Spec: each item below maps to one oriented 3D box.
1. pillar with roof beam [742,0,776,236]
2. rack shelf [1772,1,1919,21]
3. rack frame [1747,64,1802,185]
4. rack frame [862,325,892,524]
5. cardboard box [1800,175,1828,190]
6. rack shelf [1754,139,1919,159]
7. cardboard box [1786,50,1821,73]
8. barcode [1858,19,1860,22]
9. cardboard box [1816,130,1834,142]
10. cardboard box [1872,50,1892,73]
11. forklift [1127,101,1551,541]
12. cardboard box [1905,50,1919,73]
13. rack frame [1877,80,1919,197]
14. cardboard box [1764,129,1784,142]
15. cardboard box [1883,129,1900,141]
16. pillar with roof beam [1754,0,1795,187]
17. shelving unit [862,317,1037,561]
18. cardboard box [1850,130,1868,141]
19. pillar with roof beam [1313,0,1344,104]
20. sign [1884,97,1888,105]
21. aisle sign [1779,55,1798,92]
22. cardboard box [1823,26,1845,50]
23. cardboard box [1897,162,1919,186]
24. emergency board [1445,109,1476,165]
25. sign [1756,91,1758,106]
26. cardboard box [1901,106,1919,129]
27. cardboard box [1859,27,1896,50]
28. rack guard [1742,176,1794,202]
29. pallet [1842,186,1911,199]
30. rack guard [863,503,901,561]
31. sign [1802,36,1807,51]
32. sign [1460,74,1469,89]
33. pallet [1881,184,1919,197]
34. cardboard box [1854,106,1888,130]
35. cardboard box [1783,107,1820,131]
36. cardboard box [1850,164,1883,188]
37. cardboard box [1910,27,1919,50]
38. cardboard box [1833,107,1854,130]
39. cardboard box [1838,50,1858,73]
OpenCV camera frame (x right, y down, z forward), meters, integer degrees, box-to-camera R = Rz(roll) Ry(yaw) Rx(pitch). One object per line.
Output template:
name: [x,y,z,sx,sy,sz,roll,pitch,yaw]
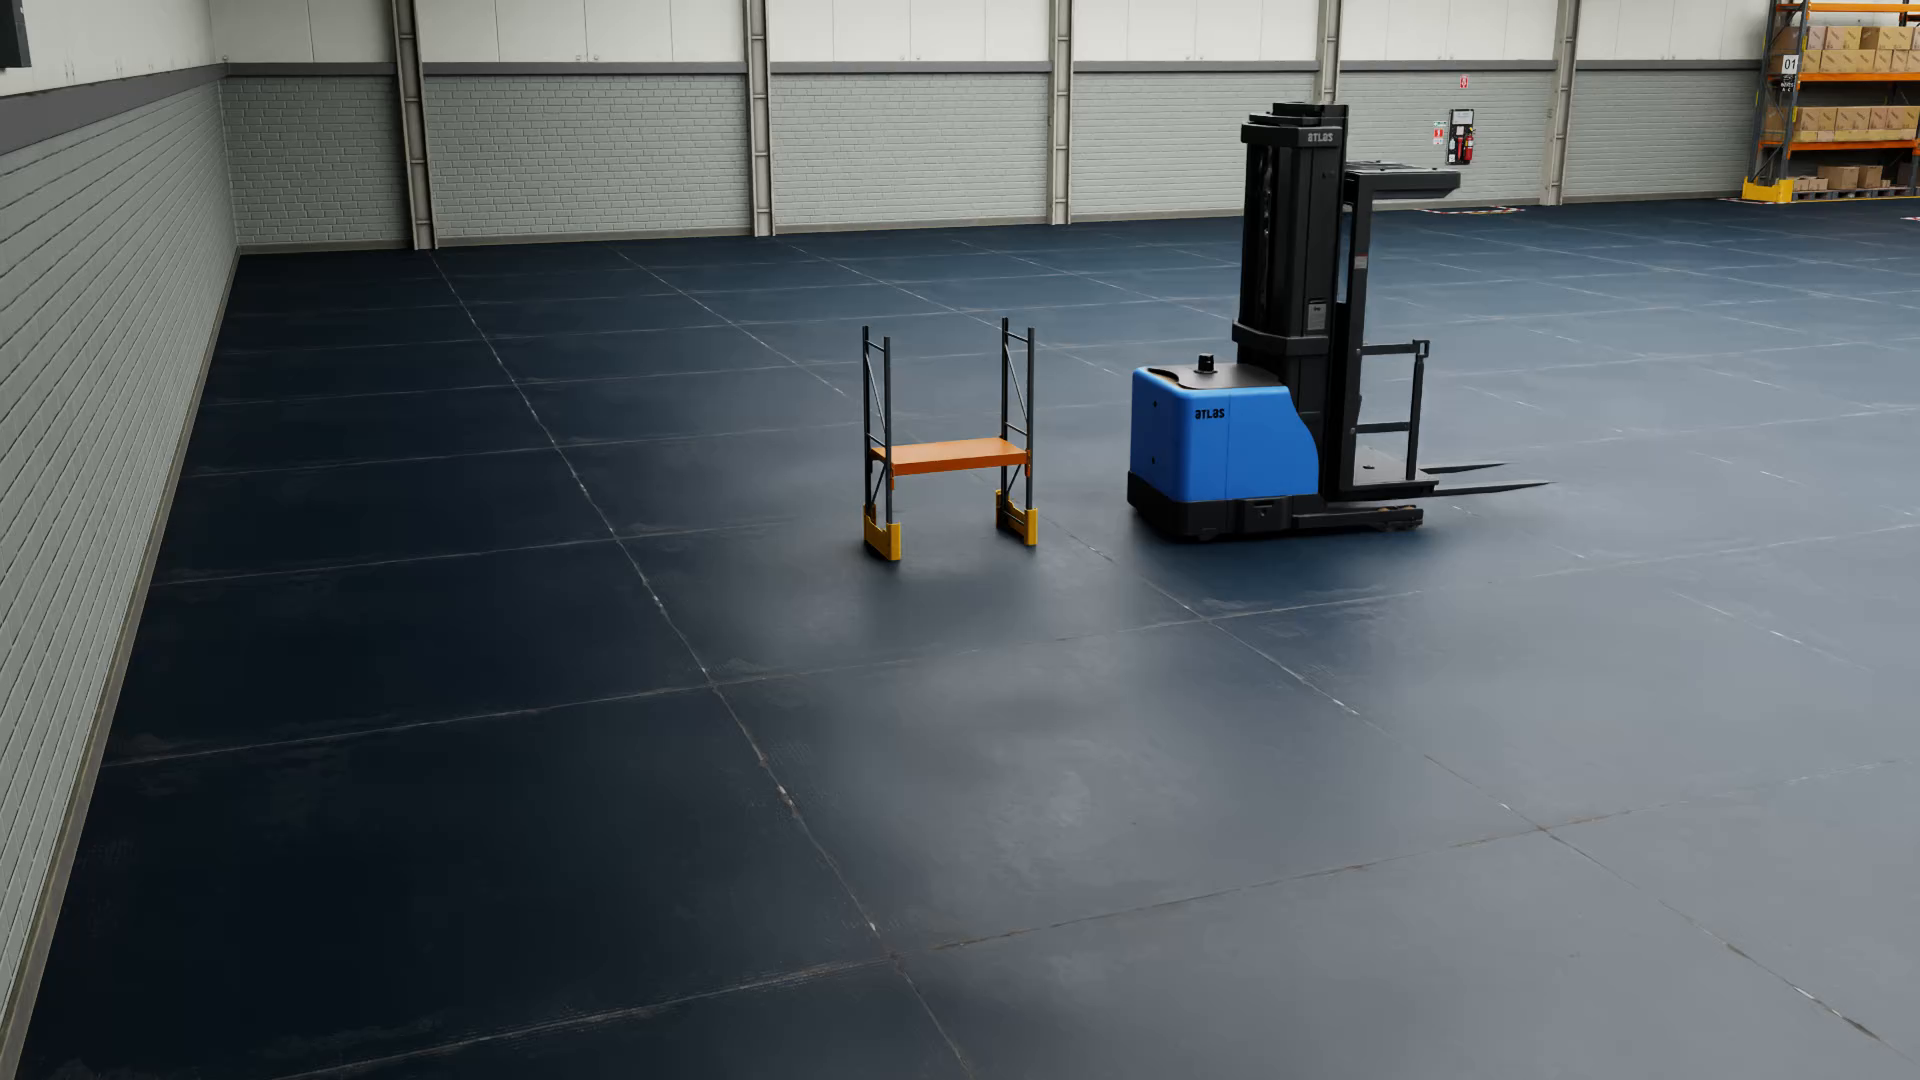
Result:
pillar with roof beam: [-2.117,-8.846,25.750,0.400,9.000,9.100,-6,17,-20]
rack shelf: [20.277,-11.955,37.620,4.000,0.370,1.077,-6,17,-20]
rack frame: [18.409,-9.222,37.677,0.127,3.000,1.000,-6,17,-20]
rack frame: [-0.554,-0.660,11.183,0.032,1.500,0.500,-6,17,-20]
cardboard box: [19.620,-8.246,38.347,0.500,0.311,0.500,-5,17,-15]
rack shelf: [20.277,-9.078,38.465,4.000,0.370,1.077,-6,17,-20]
cardboard box: [18.811,-10.686,37.128,0.500,0.500,0.500,-6,17,-19]
barcode: [20.693,-11.949,38.268,0.075,0.075,0.001,-6,17,-20]
cardboard box: [19.458,-9.181,37.770,0.500,0.250,0.500,-7,18,-22]
cardboard box: [20.781,-10.892,37.830,0.500,0.500,0.500,-7,18,-22]
forklift: [2.810,-1.604,11.860,3.031,2.935,1.130,-4,17,-13]
cardboard box: [21.759,-11.006,38.215,0.500,0.500,0.500,-6,17,-19]
rack frame: [22.144,-9.625,39.051,0.127,3.000,1.000,-6,17,-20]
cardboard box: [18.776,-9.257,38.030,0.500,0.250,0.500,-6,17,-19]
cardboard box: [21.342,-9.387,38.471,0.500,0.250,0.500,-6,17,-20]
pillar with roof beam: [20.294,-11.266,33.990,0.400,9.000,9.100,-6,17,-20]
shelving unit: [-0.071,-0.712,11.361,1.083,1.500,0.587,-6,17,-20]
cardboard box: [20.409,-9.281,38.111,0.500,0.250,0.500,-6,17,-20]
pillar with roof beam: [9.088,-10.056,29.870,0.400,9.000,9.100,-6,17,-20]
sign: [21.942,-10.326,39.383,0.005,0.325,0.100,-6,17,-20]
aisle sign: [18.449,-10.383,37.017,0.004,0.787,0.394,-6,17,-20]
cardboard box: [19.342,-11.210,37.138,0.500,0.500,0.500,-6,18,-21]
cardboard box: [22.826,-8.715,39.608,0.500,0.500,0.700,-6,17,-18]
emergency board: [10.829,-8.676,35.818,0.643,1.169,0.194,-6,17,-20]
sign: [18.229,-10.077,37.974,0.005,0.325,0.100,-6,17,-20]
cardboard box: [21.814,-9.793,38.524,0.500,0.500,0.500,-6,17,-20]
cardboard box: [20.782,-11.366,37.669,0.500,0.500,0.500,-7,18,-22]
rack guard: [18.480,-8.030,38.056,0.348,0.500,1.175,-6,17,-20]
pallet: [21.530,-8.210,39.181,1.213,0.211,1.003,-6,17,-20]
rack guard: [-0.536,-0.062,11.366,0.087,0.250,0.587,-6,17,-20]
sign: [18.604,-10.937,36.645,0.005,0.325,0.100,-6,17,-20]
sign: [10.786,-9.813,35.578,0.199,0.298,0.001,-6,17,-20]
pallet: [22.871,-8.366,39.712,1.213,0.211,1.003,-6,17,-20]
cardboard box: [20.875,-9.694,38.184,0.500,0.500,0.500,-7,18,-22]
cardboard box: [18.963,-9.488,37.484,0.500,0.500,0.500,-6,17,-20]
cardboard box: [21.190,-8.521,38.949,0.500,0.500,0.500,-8,18,-24]
cardboard box: [21.774,-11.480,38.055,0.500,0.500,0.500,-8,18,-25]
cardboard box: [19.912,-9.586,37.817,0.500,0.500,0.500,-7,18,-22]
cardboard box: [19.809,-10.785,37.463,0.500,0.500,0.500,-5,17,-18]
